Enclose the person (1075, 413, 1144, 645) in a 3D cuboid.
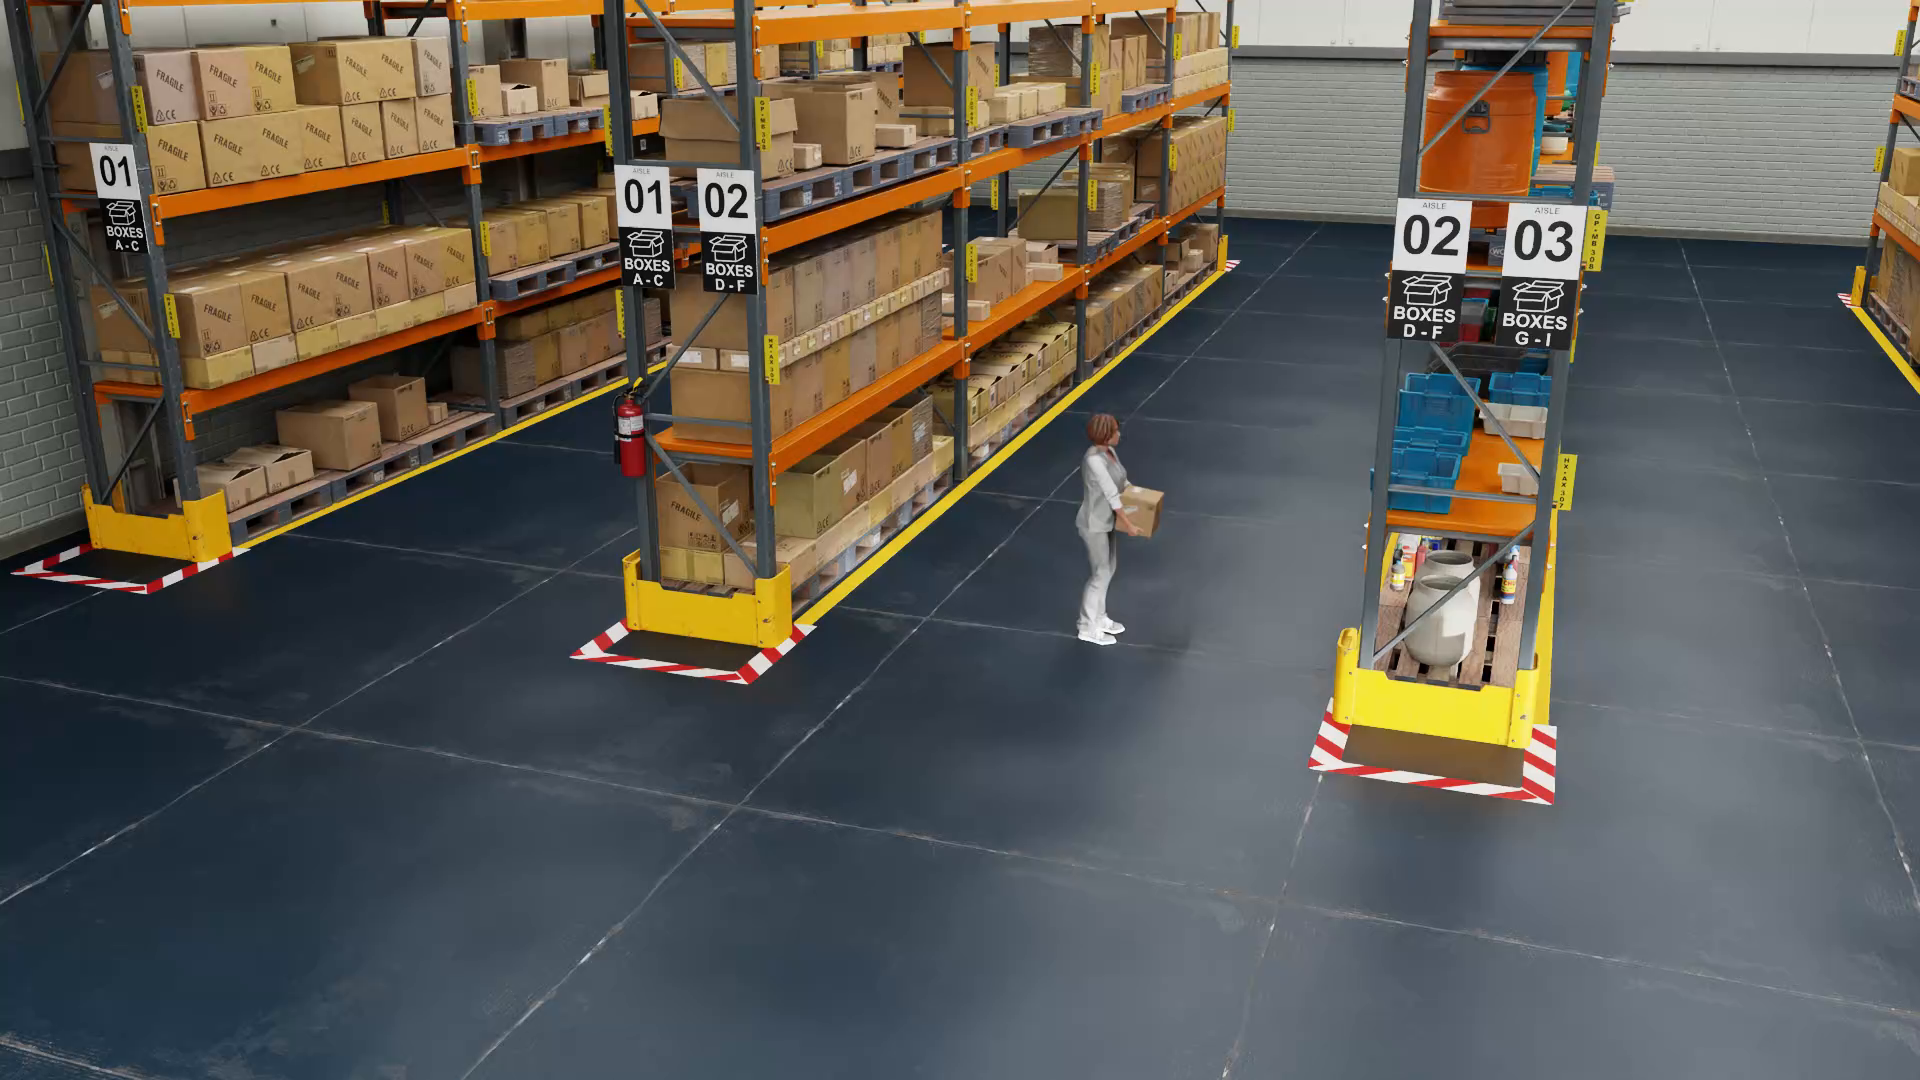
[{"bbox_3d":[1.039,-0.078,11.313,0.502,1.600,0.375,6,20,18],"label":"person"}]
